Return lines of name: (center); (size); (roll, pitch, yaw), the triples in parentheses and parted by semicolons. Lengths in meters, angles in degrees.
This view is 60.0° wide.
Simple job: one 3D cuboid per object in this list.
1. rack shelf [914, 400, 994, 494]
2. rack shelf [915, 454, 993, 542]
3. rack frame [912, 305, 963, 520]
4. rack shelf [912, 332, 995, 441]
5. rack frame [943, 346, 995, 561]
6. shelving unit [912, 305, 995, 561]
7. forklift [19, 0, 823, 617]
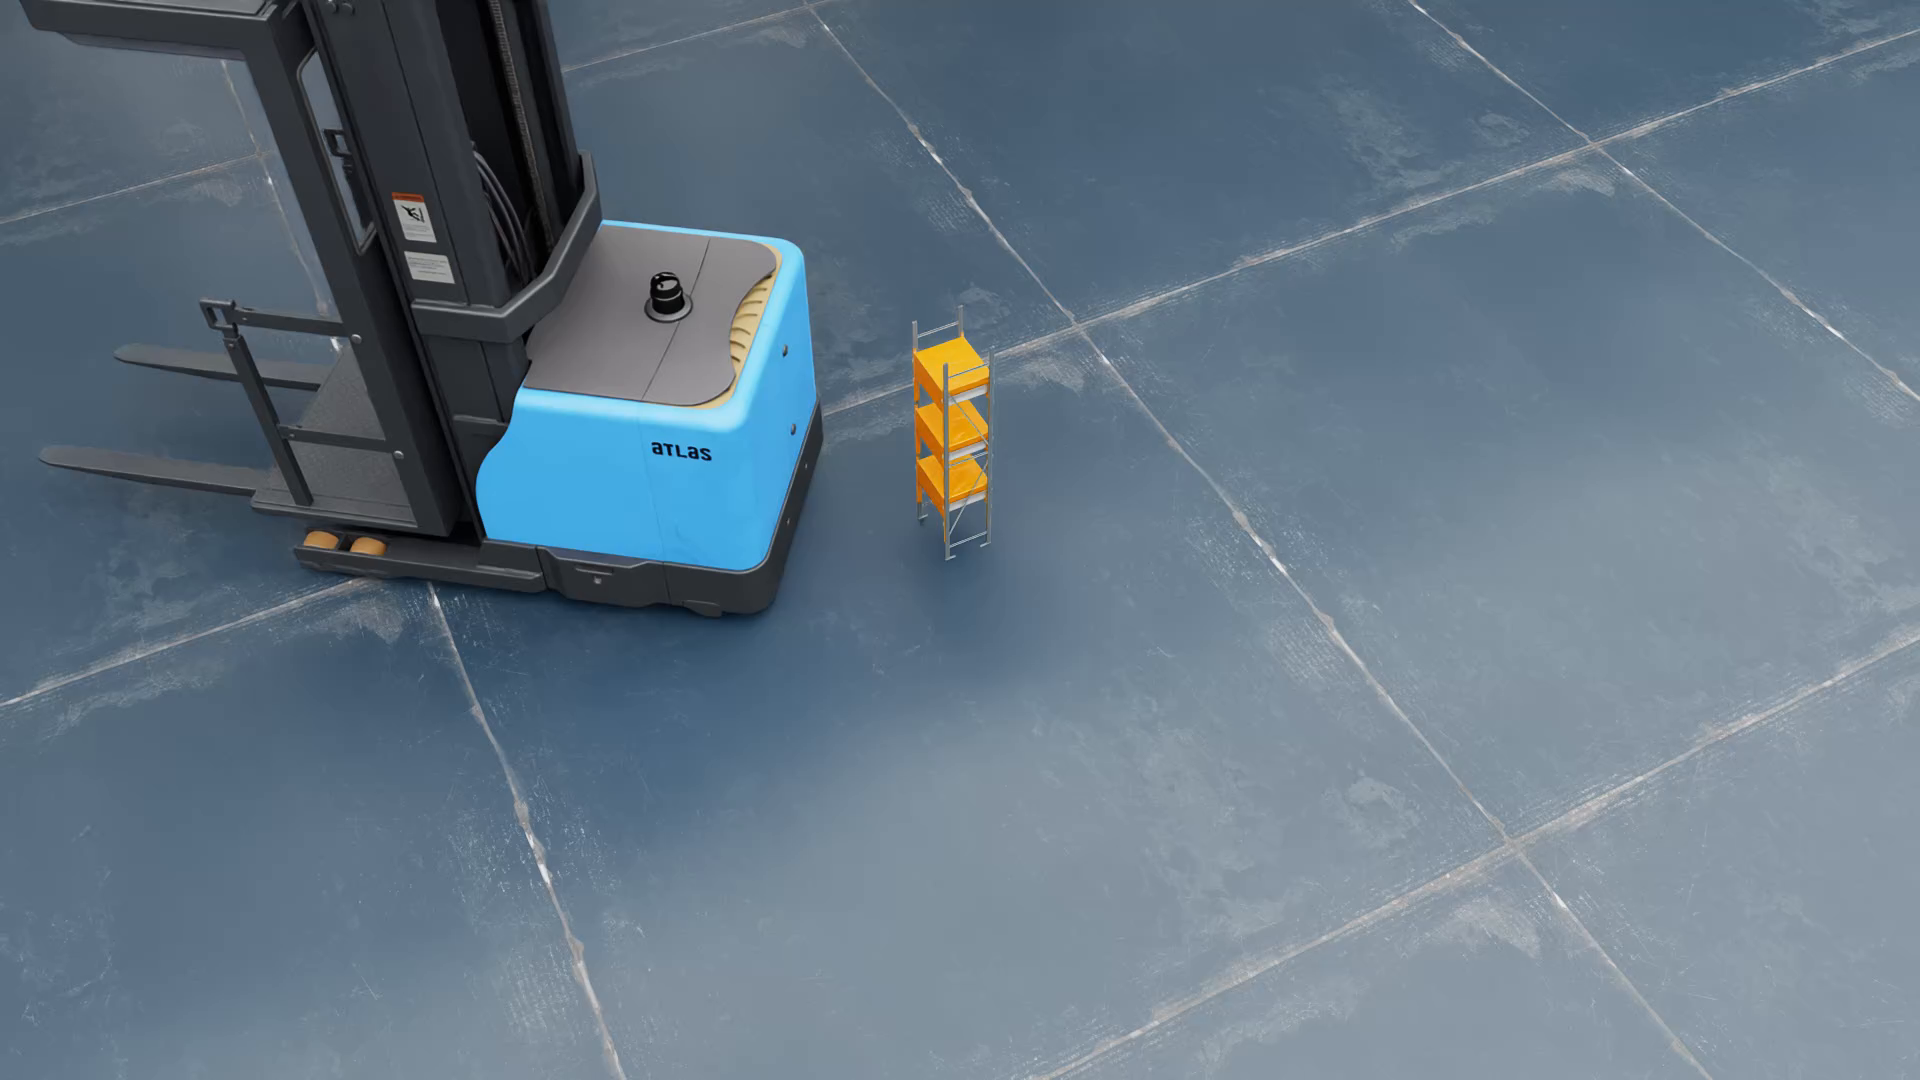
rack shelf: (-0.024, -0.374, 6.287); (0.215, 0.259, 0.240); (-21, 52, -18)
rack shelf: (-0.024, -0.191, 6.496); (0.215, 0.259, 0.240); (-21, 52, -18)
rack frame: (-0.080, -0.463, 6.350); (0.200, 1.050, 0.008); (-21, 52, -18)
rack shelf: (-0.024, -0.561, 6.073); (0.215, 0.259, 0.240); (-21, 52, -18)
rack frame: (0.031, -0.300, 6.207); (0.200, 1.050, 0.008); (-21, 52, -18)
shelving unit: (-0.024, -0.381, 6.279); (0.215, 1.050, 0.252); (-21, 52, -18)
forklift: (-2.132, -1.202, 5.747); (3.031, 2.935, 1.130); (7, 49, 6)
